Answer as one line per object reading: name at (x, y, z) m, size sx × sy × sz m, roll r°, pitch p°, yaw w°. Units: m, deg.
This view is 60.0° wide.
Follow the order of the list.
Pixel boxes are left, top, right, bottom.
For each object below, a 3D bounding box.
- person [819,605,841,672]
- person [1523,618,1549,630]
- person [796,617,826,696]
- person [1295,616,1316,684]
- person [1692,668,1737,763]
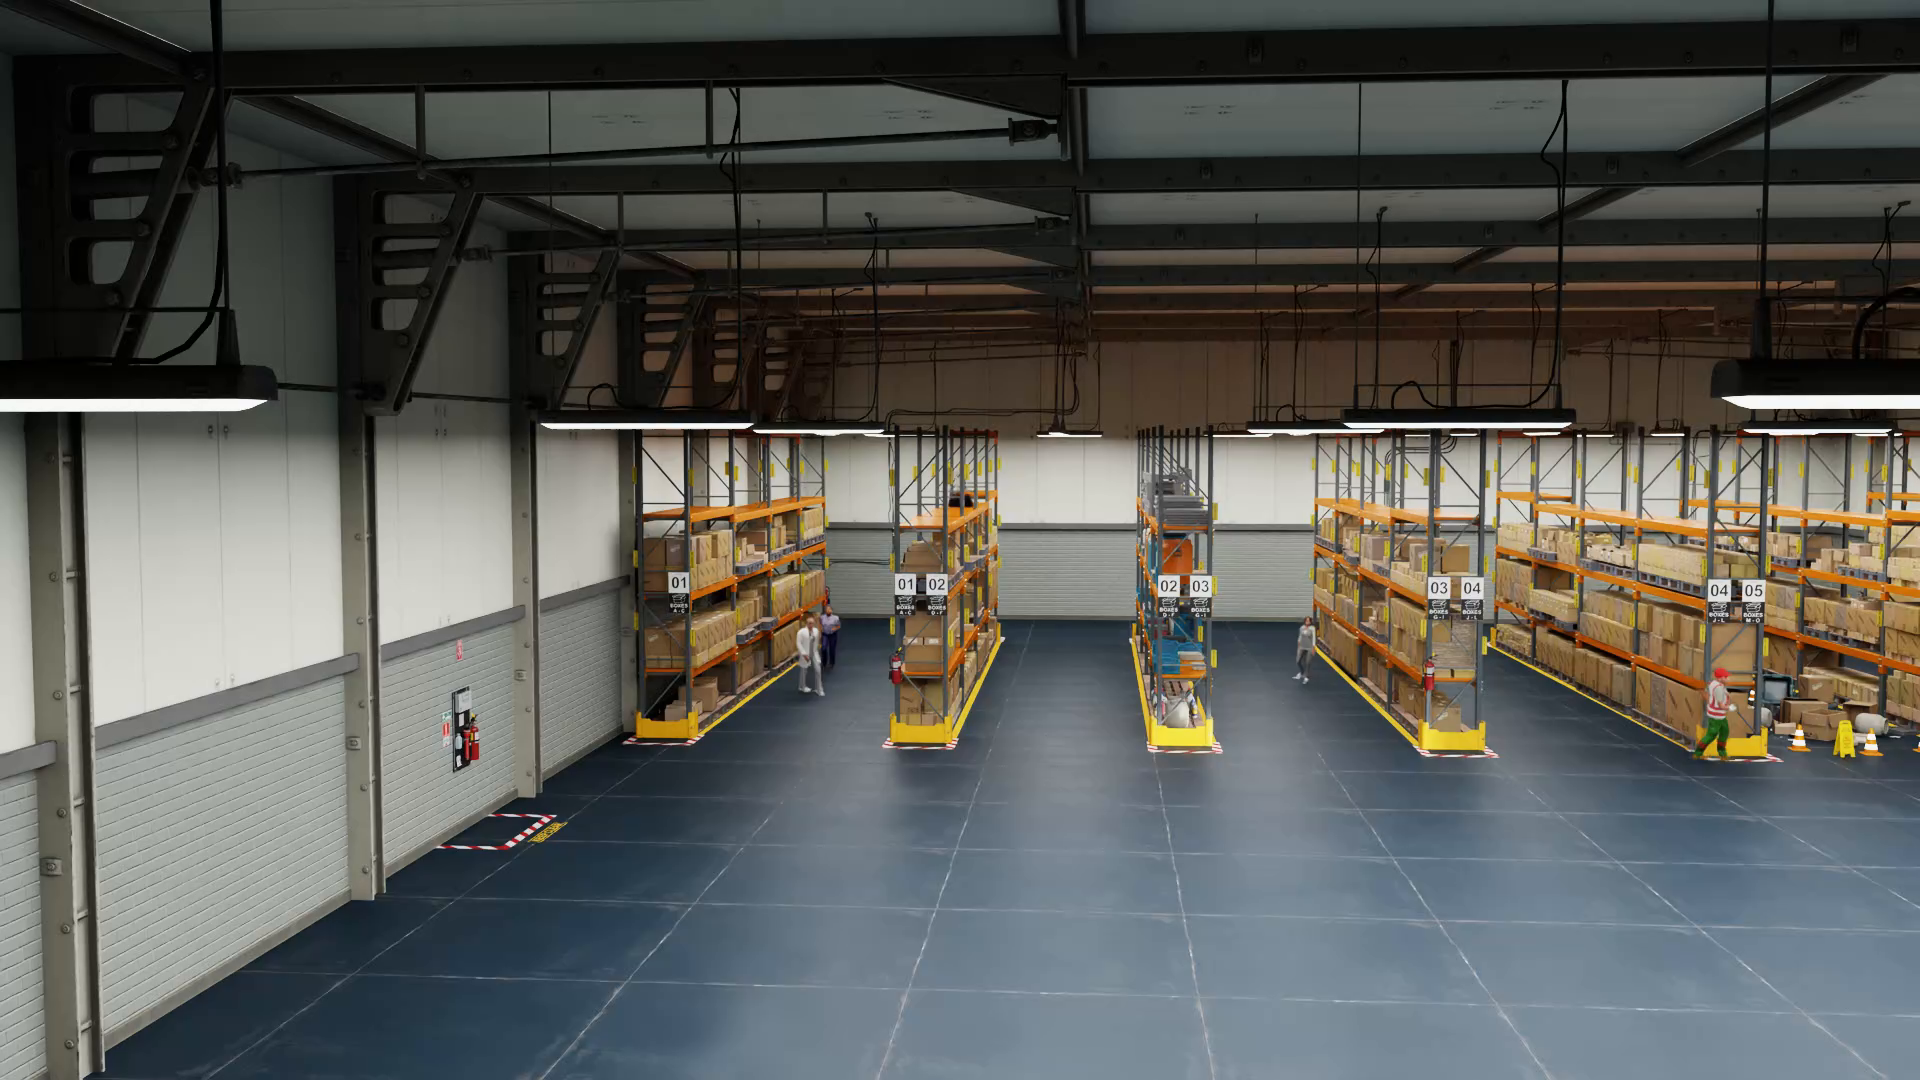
person at (-3.235, 2.445, 41.259) m, size 0.555 × 1.644 × 0.775 m, roll 0°, pitch 3°, yaw 0°
person at (16.306, 2.039, 47.162) m, size 0.938 × 1.657 × 0.594 m, roll 0°, pitch 3°, yaw 4°
person at (-3.424, 2.631, 37.440) m, size 0.622 × 1.815 × 0.888 m, roll -2°, pitch 4°, yaw -24°
person at (8.129, 2.581, 39.141) m, size 0.535 × 1.598 × 0.424 m, roll 2°, pitch 4°, yaw 30°
person at (13.304, 3.106, 29.307) m, size 0.685 × 1.776 × 0.830 m, roll 1°, pitch 4°, yaw 21°
